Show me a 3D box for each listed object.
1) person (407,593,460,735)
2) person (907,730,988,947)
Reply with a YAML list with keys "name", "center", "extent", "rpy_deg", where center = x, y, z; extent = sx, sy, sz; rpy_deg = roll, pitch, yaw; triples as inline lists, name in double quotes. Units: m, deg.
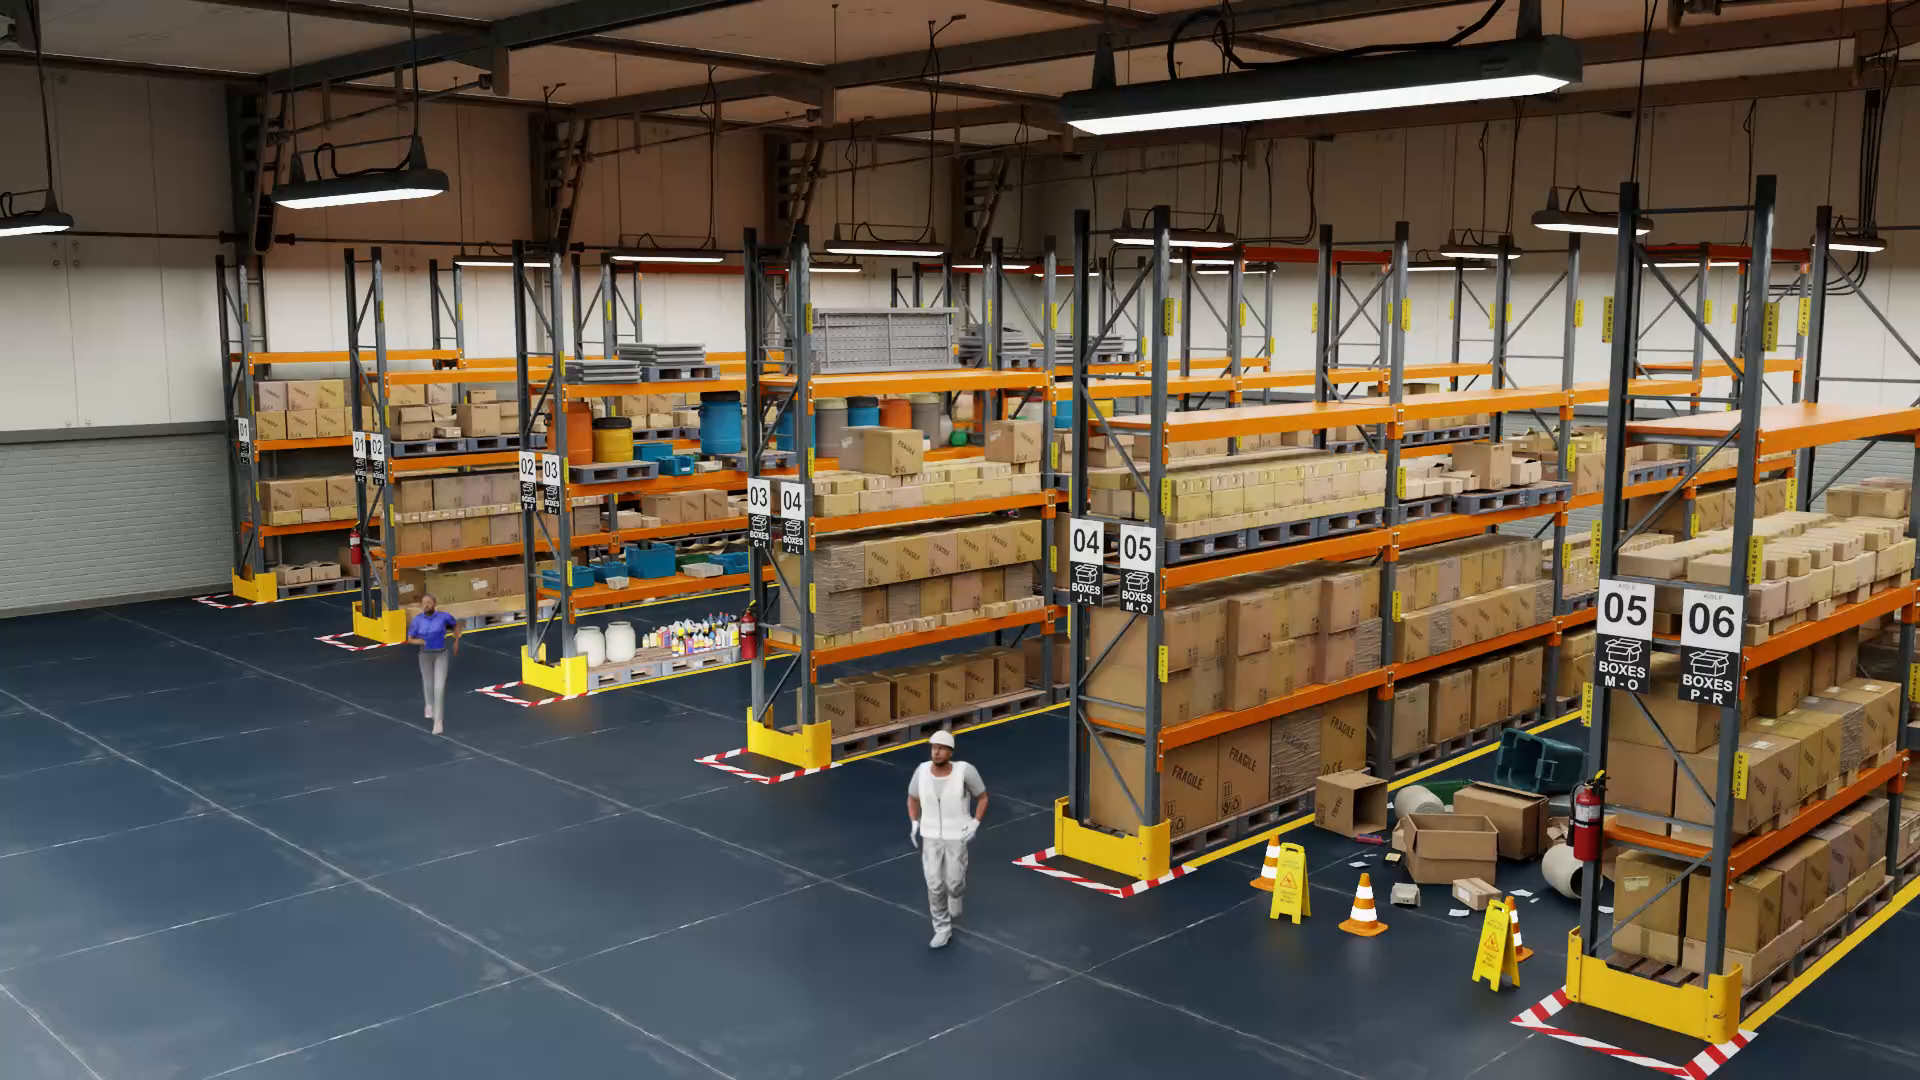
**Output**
- name: "person"
  center: [-6.439, 1.474, 20.395]
  extent: [0.586, 1.696, 0.902]
  rpy_deg: [-1, 8, -8]
- name: "person"
  center: [-0.112, 2.401, 13.567]
  extent: [0.676, 1.748, 0.581]
  rpy_deg: [2, 8, 12]
